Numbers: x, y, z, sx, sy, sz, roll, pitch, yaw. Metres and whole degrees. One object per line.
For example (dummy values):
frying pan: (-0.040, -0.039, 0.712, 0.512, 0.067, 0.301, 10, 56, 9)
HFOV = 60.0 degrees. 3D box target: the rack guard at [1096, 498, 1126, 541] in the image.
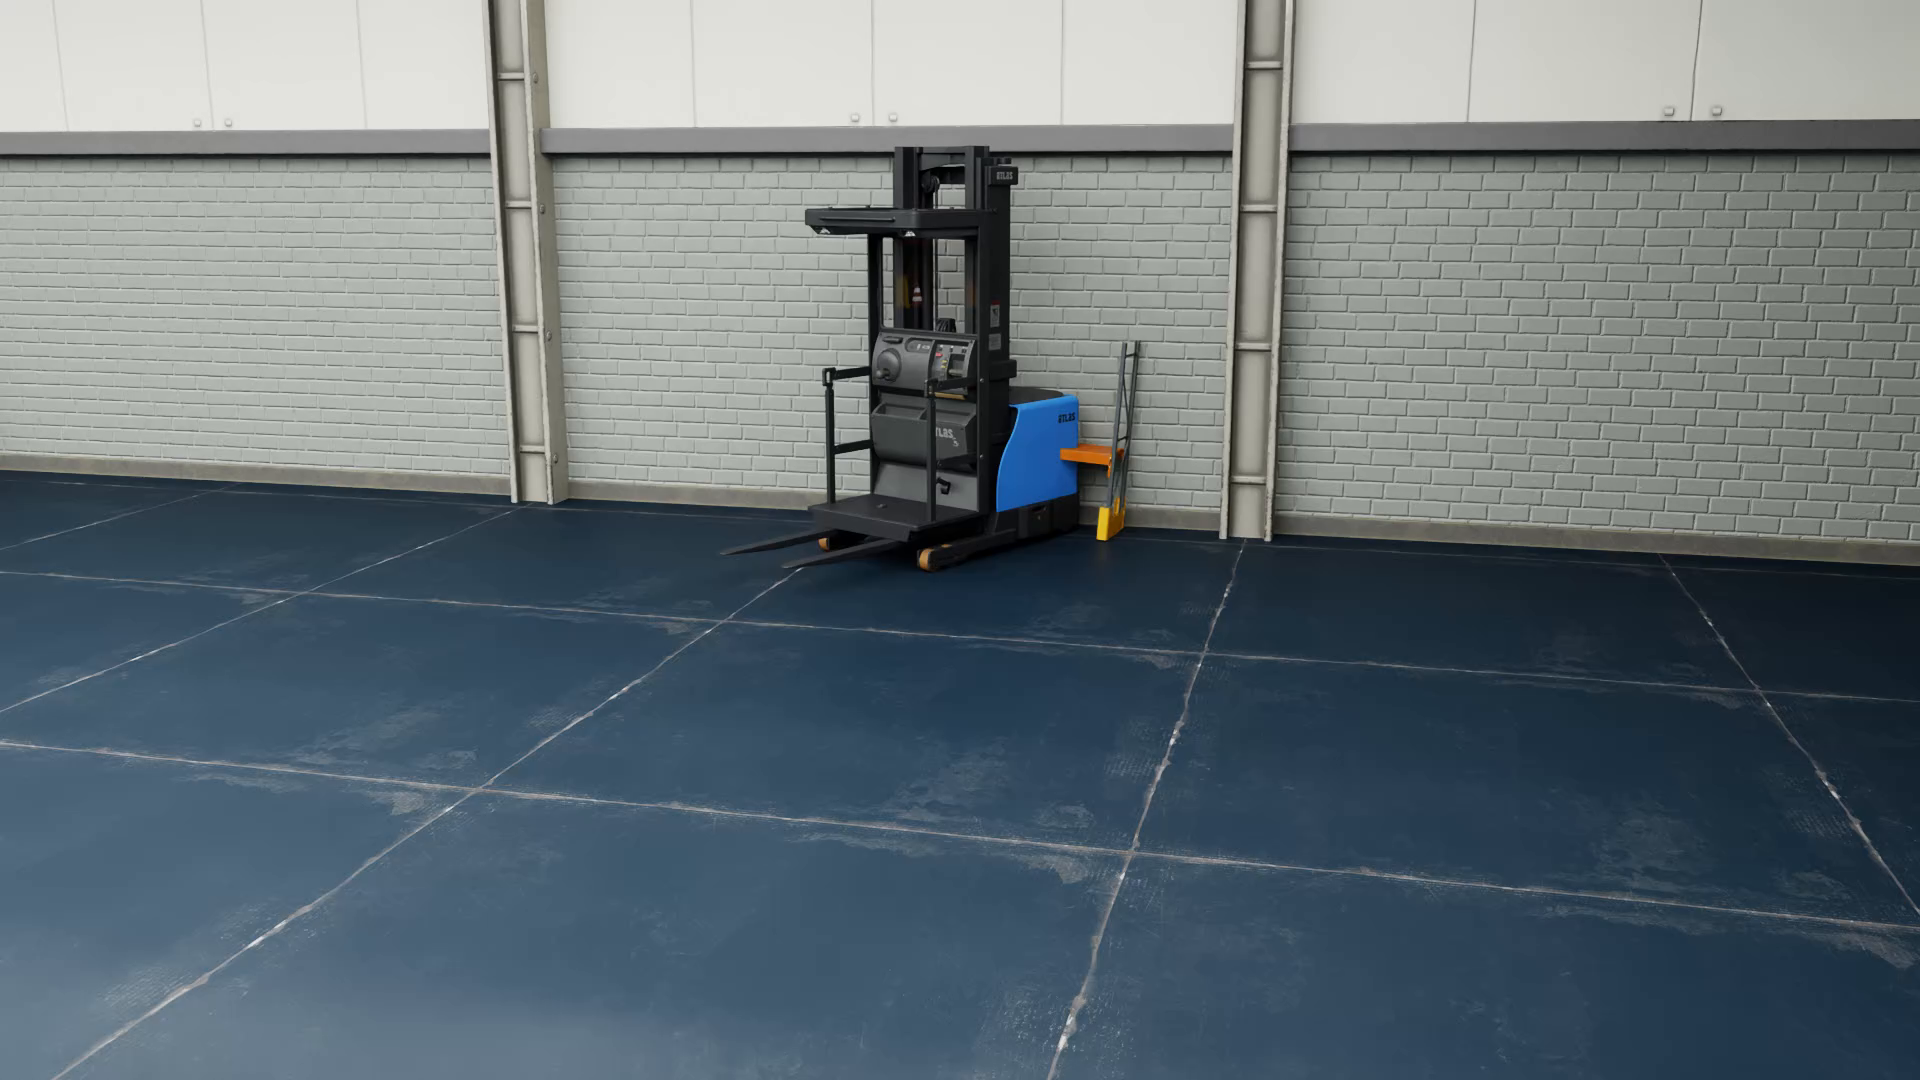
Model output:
rack guard: (1.177, -0.166, 12.907, 0.087, 0.250, 0.587, 8, 11, 17)

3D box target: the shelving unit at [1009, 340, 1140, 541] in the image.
shelving unit: (0.756, -0.844, 12.943, 1.083, 1.500, 0.587, 8, 11, 17)

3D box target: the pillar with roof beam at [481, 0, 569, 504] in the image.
pillar with roof beam: (-4.634, -3.833, 9.233, 0.400, 9.000, 9.100, 3, 13, 14)

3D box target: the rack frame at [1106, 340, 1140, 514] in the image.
rack frame: (1.245, -0.776, 12.789, 0.032, 1.500, 0.500, 8, 11, 17)

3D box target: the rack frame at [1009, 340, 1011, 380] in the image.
rack frame: (0.284, -0.910, 13.093, 0.032, 1.500, 0.500, 8, 11, 17)

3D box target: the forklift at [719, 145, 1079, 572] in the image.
forklift: (-0.405, -1.328, 11.952, 1.130, 2.935, 3.031, 10, 16, 39)

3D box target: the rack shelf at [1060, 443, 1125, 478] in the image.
rack shelf: (0.750, -0.667, 12.973, 1.000, 0.185, 0.538, 8, 11, 17)

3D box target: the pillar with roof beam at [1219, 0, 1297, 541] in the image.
pillar with roof beam: (1.191, -3.521, 7.830, 0.400, 9.000, 9.100, 3, 13, 14)
